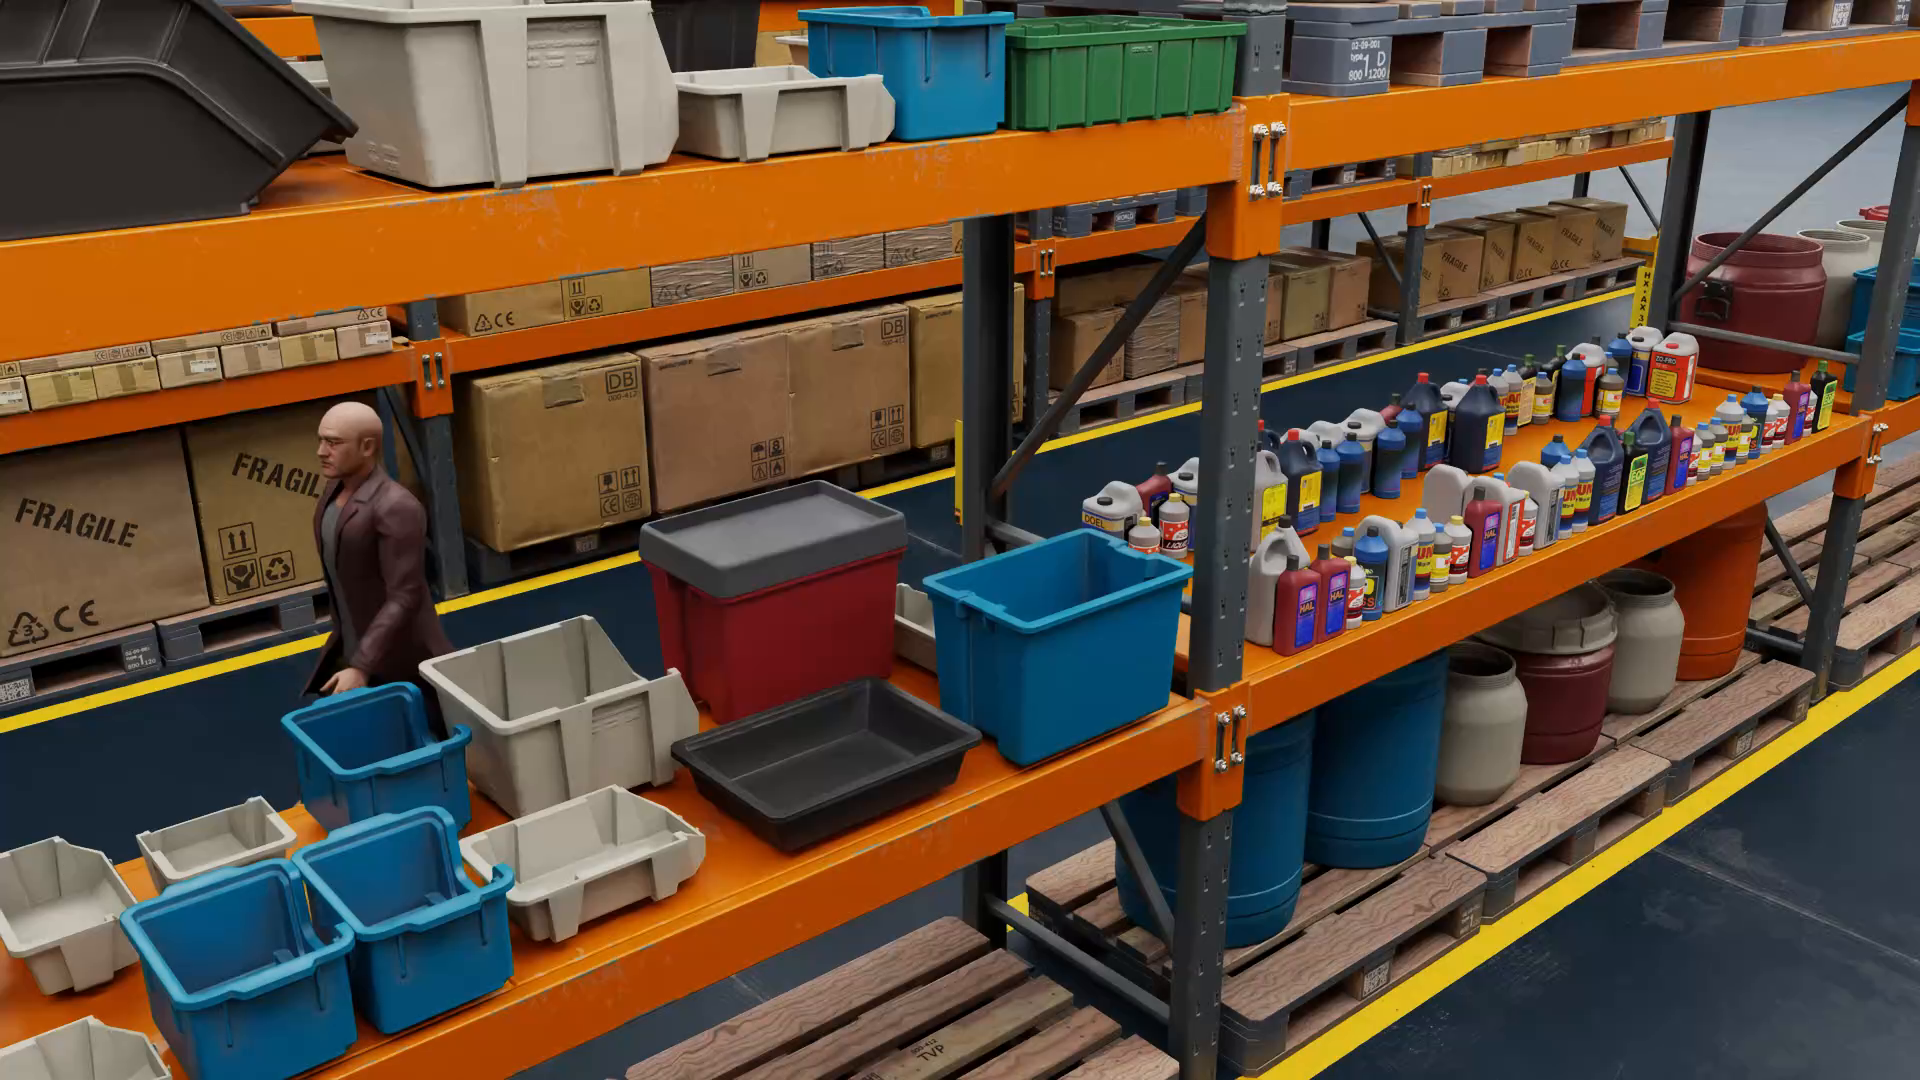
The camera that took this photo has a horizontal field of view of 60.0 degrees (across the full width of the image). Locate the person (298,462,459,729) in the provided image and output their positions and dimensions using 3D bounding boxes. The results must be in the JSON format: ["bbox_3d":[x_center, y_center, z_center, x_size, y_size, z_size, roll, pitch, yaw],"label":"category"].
[{"bbox_3d":[-1.988,0.185,5.644,0.667,0.955,0.539,16,26,36],"label":"person"}]
